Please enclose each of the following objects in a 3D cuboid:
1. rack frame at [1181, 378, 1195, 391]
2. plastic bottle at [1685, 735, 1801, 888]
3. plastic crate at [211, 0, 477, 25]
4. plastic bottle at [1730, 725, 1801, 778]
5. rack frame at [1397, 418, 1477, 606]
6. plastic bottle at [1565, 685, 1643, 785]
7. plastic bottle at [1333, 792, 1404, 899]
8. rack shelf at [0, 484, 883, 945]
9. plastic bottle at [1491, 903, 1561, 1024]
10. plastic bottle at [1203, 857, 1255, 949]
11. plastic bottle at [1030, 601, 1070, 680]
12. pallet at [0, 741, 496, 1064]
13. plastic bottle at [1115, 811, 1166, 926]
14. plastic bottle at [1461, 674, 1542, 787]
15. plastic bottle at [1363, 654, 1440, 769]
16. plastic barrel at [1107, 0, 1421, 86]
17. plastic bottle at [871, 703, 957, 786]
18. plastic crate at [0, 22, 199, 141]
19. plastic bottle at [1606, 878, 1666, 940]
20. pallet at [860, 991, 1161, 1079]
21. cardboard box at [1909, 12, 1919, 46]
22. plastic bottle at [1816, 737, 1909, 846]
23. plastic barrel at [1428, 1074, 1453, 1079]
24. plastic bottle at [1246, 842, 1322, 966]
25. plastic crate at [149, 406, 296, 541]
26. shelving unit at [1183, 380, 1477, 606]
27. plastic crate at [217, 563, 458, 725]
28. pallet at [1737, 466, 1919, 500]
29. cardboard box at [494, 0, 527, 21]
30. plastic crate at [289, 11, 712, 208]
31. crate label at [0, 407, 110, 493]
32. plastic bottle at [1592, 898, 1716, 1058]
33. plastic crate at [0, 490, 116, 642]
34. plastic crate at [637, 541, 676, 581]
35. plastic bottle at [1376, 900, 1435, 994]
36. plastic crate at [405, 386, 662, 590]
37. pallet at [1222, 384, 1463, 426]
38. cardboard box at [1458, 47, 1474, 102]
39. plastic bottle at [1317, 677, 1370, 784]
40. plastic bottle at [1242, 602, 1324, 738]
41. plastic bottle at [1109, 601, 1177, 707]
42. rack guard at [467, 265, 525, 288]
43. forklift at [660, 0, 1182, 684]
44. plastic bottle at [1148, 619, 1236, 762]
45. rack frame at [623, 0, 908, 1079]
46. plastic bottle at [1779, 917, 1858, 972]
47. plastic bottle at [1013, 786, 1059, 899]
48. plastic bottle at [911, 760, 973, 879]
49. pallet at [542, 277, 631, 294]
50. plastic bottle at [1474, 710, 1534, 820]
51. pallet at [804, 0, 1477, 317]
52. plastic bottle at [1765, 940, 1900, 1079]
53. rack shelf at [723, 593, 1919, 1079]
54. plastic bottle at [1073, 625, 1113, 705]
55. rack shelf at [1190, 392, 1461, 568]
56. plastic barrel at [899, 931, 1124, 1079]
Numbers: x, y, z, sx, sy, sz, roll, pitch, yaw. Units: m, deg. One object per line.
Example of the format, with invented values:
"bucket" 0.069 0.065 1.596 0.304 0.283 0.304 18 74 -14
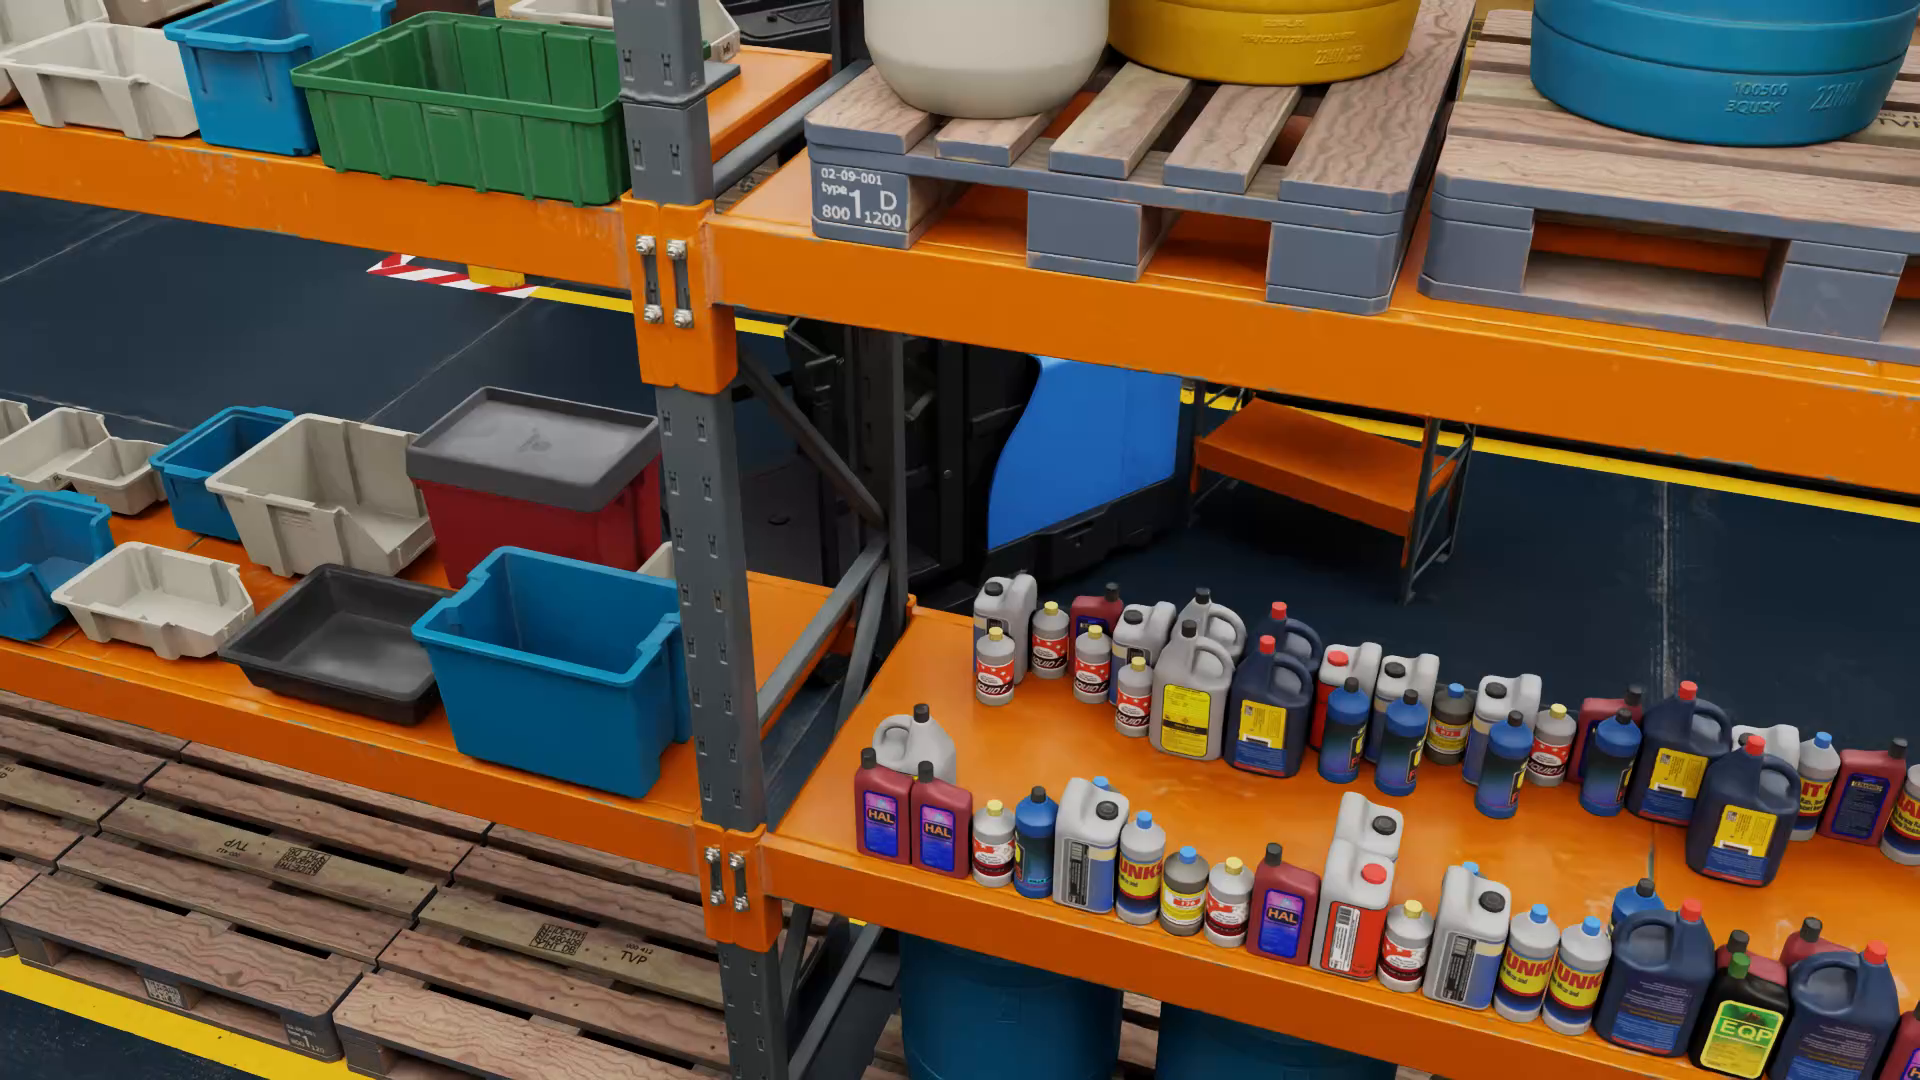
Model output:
"rack frame" 1.304 -2.276 8.010 0.127 3.000 1.000 11 34 16
"plastic bottle" 1.722 0.578 3.634 0.185 0.351 0.144 11 34 16
"plastic crate" -1.443 -1.320 3.884 0.590 0.269 0.497 11 34 16
"plastic bottle" 1.795 0.539 3.765 0.135 0.276 0.152 11 34 16
"rack frame" 1.962 -0.315 6.701 0.032 1.125 0.500 22 39 30
"plastic bottle" 1.510 0.454 3.889 0.133 0.283 0.061 11 34 16
"plastic bottle" 0.864 0.676 3.552 0.135 0.276 0.152 11 34 16
"rack shelf" -2.249 0.189 4.855 4.000 0.370 1.077 11 34 16
"plastic bottle" 1.131 0.833 3.313 0.097 0.271 0.097 0 33 0
"plastic bottle" 0.568 0.753 3.501 0.097 0.201 0.097 0 33 0
"plastic bottle" 0.232 0.250 4.280 0.097 0.201 0.097 0 33 0
"pallet" -2.224 1.087 5.372 1.213 0.211 1.003 11 34 16
"plastic bottle" 0.385 0.688 3.537 0.097 0.271 0.097 0 33 0
"plastic bottle" 1.277 0.438 3.921 0.135 0.276 0.152 11 34 16
"plastic bottle" 1.059 0.396 3.986 0.135 0.276 0.152 11 34 16
"plastic barrel" 0.561 -1.200 3.017 0.600 0.588 0.600 0 33 0
"plastic bottle" -0.106 0.511 3.739 0.185 0.351 0.144 11 34 16
"plastic crate" -1.692 -0.935 3.411 0.466 0.136 0.293 11 34 16
"plastic bottle" 1.363 0.795 3.372 0.097 0.271 0.097 0 33 0
"pallet" 0.346 1.587 4.598 1.213 0.211 1.003 11 34 16
"cardboard box" 3.775 -2.271 6.984 0.637 0.503 0.797 12 35 18
"plastic bottle" 2.028 0.555 3.733 0.133 0.283 0.061 11 34 16
"plastic barrel" 1.308 1.508 4.055 0.421 0.512 0.421 0 33 0
"plastic bottle" 0.671 0.749 3.432 0.133 0.283 0.061 11 34 16
"plastic crate" -2.112 -0.189 4.877 0.300 0.233 0.416 11 34 16
"shelving unit" 1.555 -0.480 6.956 1.048 1.125 0.538 22 39 30
"plastic crate" -1.511 0.275 4.256 0.590 0.125 0.437 11 34 16
"pallet" 4.353 -0.556 7.916 1.213 0.211 1.003 11 34 16
"cardboard box" -2.100 -2.845 8.755 0.500 0.250 0.500 10 34 15
"plastic crate" -0.867 -0.842 3.218 0.662 0.188 0.450 11 34 16
"crate label" -2.765 -0.238 5.041 0.243 0.136 0.396 11 34 16
"plastic bottle" 1.363 0.831 3.242 0.185 0.351 0.144 11 34 16
"plastic crate" -2.489 0.075 4.468 0.300 0.233 0.416 11 34 16
"plastic crate" -0.756 0.180 4.393 0.243 0.136 0.396 11 34 16
"plastic bottle" 0.912 0.820 3.398 0.097 0.201 0.097 0 33 0
"plastic crate" -1.122 -0.091 4.511 0.583 0.464 0.402 11 34 16
"pallet" 2.056 -1.002 8.608 1.213 0.211 1.003 11 34 16
"cardboard box" 2.127 -2.015 7.513 0.500 0.500 0.500 11 34 17
"plastic bottle" 0.908 0.440 3.922 0.097 0.271 0.097 0 33 0
"plastic bottle" 0.783 0.308 4.053 0.185 0.351 0.144 11 34 16
"plastic bottle" 0.458 0.279 4.167 0.135 0.276 0.152 11 34 16
"rack guard" -2.484 -1.963 9.829 0.348 0.500 1.175 11 34 16
"forklift" -0.556 -1.009 6.110 3.031 2.935 1.130 -21 39 -30
"plastic bottle" 0.561 0.348 3.991 0.185 0.351 0.144 11 34 16
"rack frame" -0.366 0.253 4.093 0.127 3.000 1.000 11 34 16
"plastic bottle" 1.673 0.861 3.259 0.133 0.283 0.061 11 34 16
"plastic bottle" 0.167 0.646 3.603 0.097 0.271 0.097 0 33 0
"plastic bottle" -0.040 0.611 3.646 0.133 0.283 0.061 11 34 16
"pallet" -1.682 -1.730 9.736 1.213 0.211 1.003 11 34 16
"plastic bottle" 1.253 0.507 3.818 0.097 0.271 0.097 0 33 0
"pallet" 0.404 -0.835 3.186 1.003 0.211 1.213 11 34 16
"plastic bottle" 1.663 0.890 3.152 0.185 0.351 0.144 11 34 16
"rack shelf" 1.516 0.921 3.722 4.000 0.370 1.077 11 34 16
"plastic bottle" 0.337 0.306 4.194 0.097 0.201 0.097 0 33 0
"rack shelf" 1.555 -0.275 7.089 1.000 0.278 0.538 22 39 30
"plastic barrel" 0.140 1.066 4.381 0.708 0.901 0.600 11 34 16
